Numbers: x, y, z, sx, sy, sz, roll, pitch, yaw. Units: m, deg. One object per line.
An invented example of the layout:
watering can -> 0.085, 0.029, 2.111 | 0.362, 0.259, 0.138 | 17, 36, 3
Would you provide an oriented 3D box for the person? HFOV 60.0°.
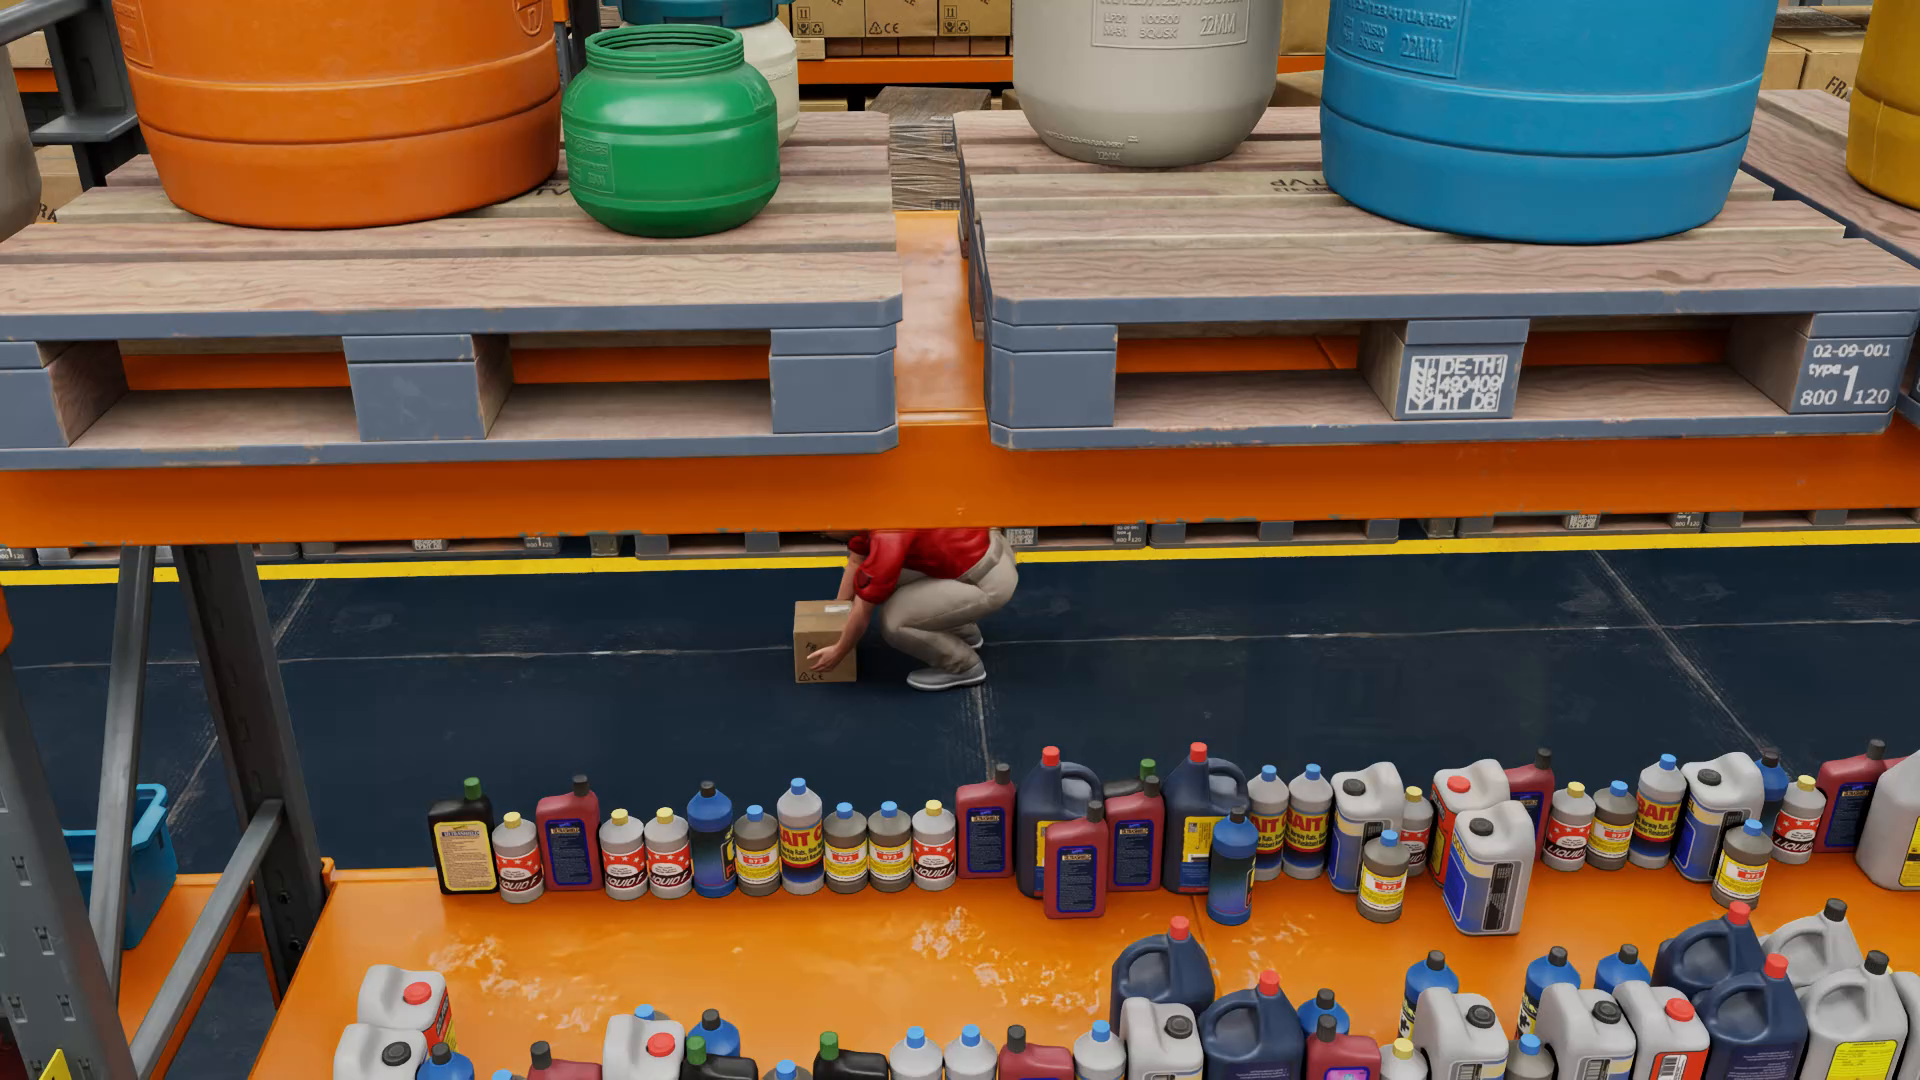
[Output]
person -> -0.204, 0.147, 6.779 | 0.879, 0.887, 0.561 | -1, 27, -2
